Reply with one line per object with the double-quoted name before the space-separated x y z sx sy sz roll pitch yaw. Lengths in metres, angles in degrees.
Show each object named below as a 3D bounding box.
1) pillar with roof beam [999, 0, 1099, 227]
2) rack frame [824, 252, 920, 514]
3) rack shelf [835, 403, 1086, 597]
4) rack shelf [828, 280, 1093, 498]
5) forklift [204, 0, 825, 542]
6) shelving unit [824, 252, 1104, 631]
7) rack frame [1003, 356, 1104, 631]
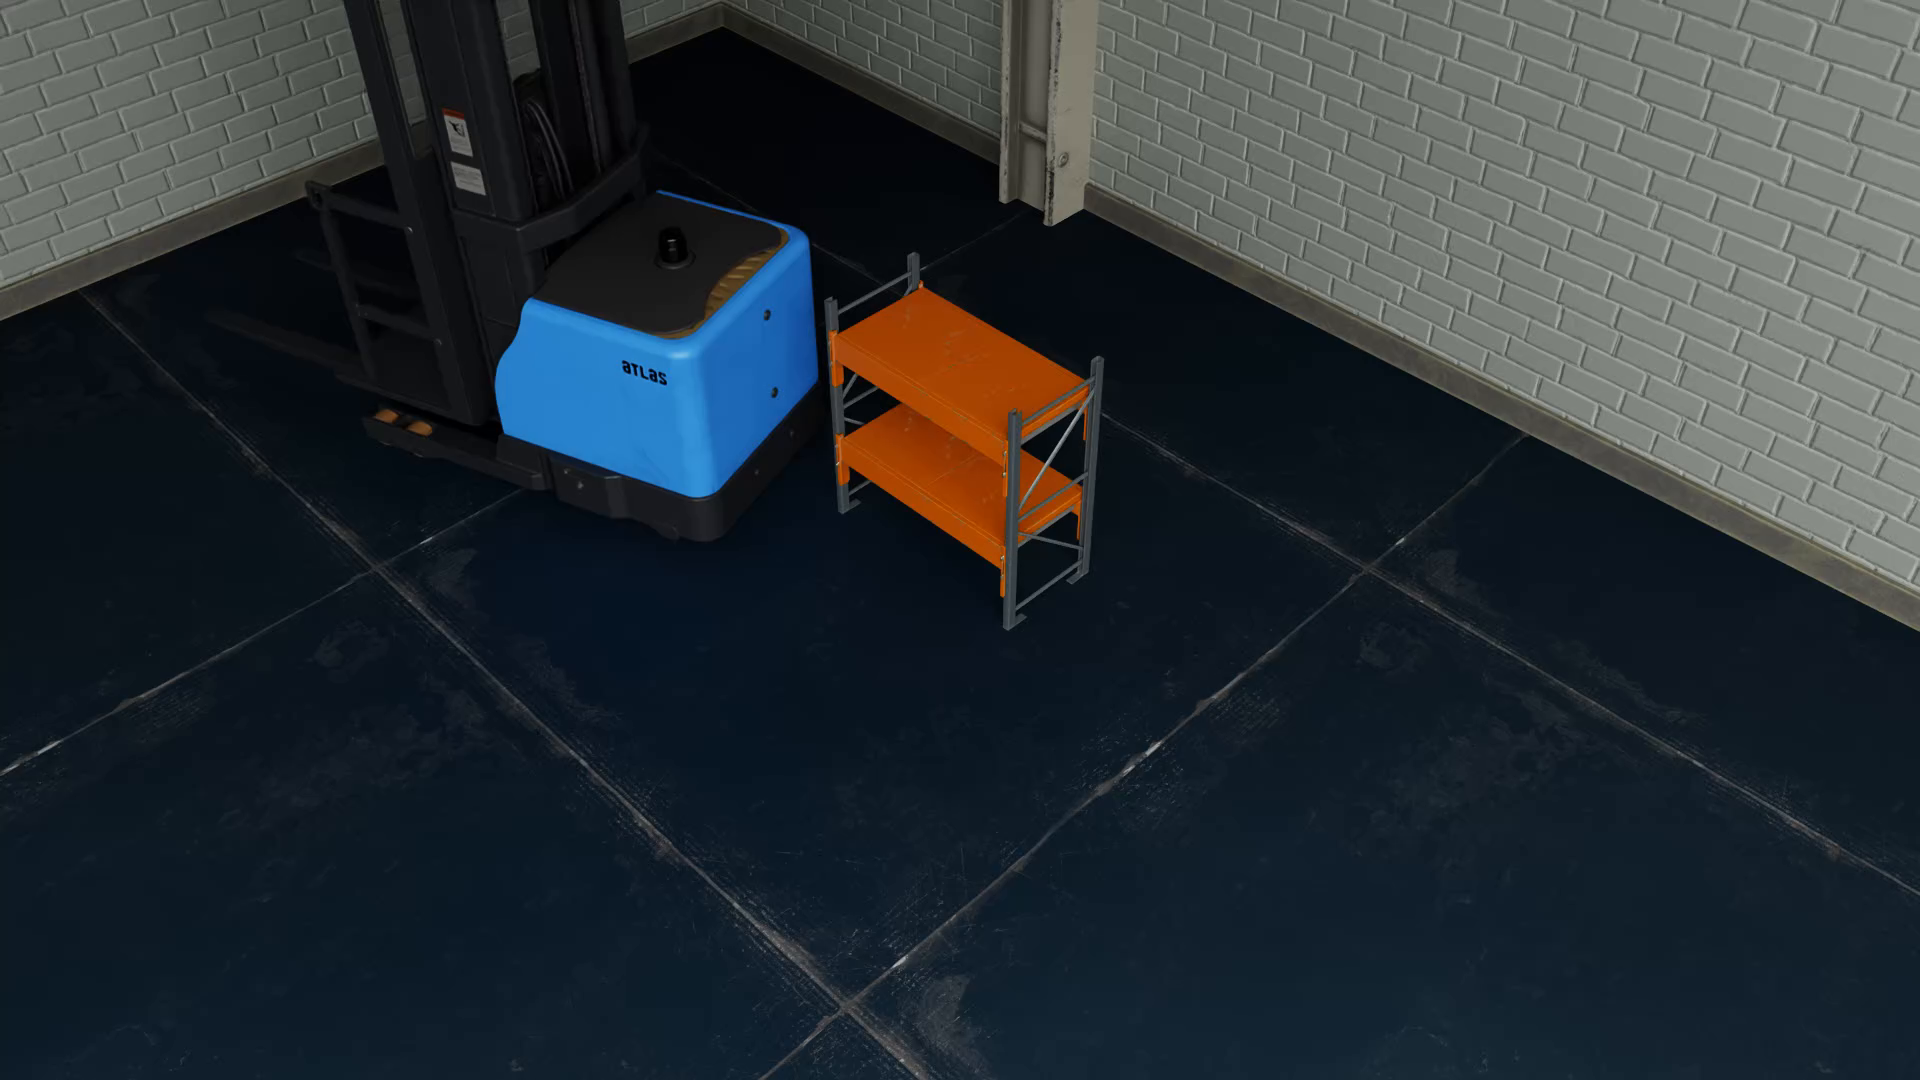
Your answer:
"pillar with roof beam" -2.586 -3.124 4.000 9.100 9.000 0.400 -34 53 -31
"rack frame" -0.354 -0.654 7.129 0.500 1.125 0.032 -34 53 -31
"rack shelf" 0.005 -0.230 7.031 0.538 0.278 1.000 -34 53 -31
"rack shelf" 0.005 -0.625 6.666 0.538 0.278 1.000 -34 53 -31
"forklift" -2.184 -1.761 6.996 3.031 2.935 1.130 18 46 19
"shelving unit" 0.005 -0.410 6.865 0.538 1.125 1.048 -34 53 -31
"rack frame" 0.364 -0.166 6.600 0.500 1.125 0.032 -34 53 -31
